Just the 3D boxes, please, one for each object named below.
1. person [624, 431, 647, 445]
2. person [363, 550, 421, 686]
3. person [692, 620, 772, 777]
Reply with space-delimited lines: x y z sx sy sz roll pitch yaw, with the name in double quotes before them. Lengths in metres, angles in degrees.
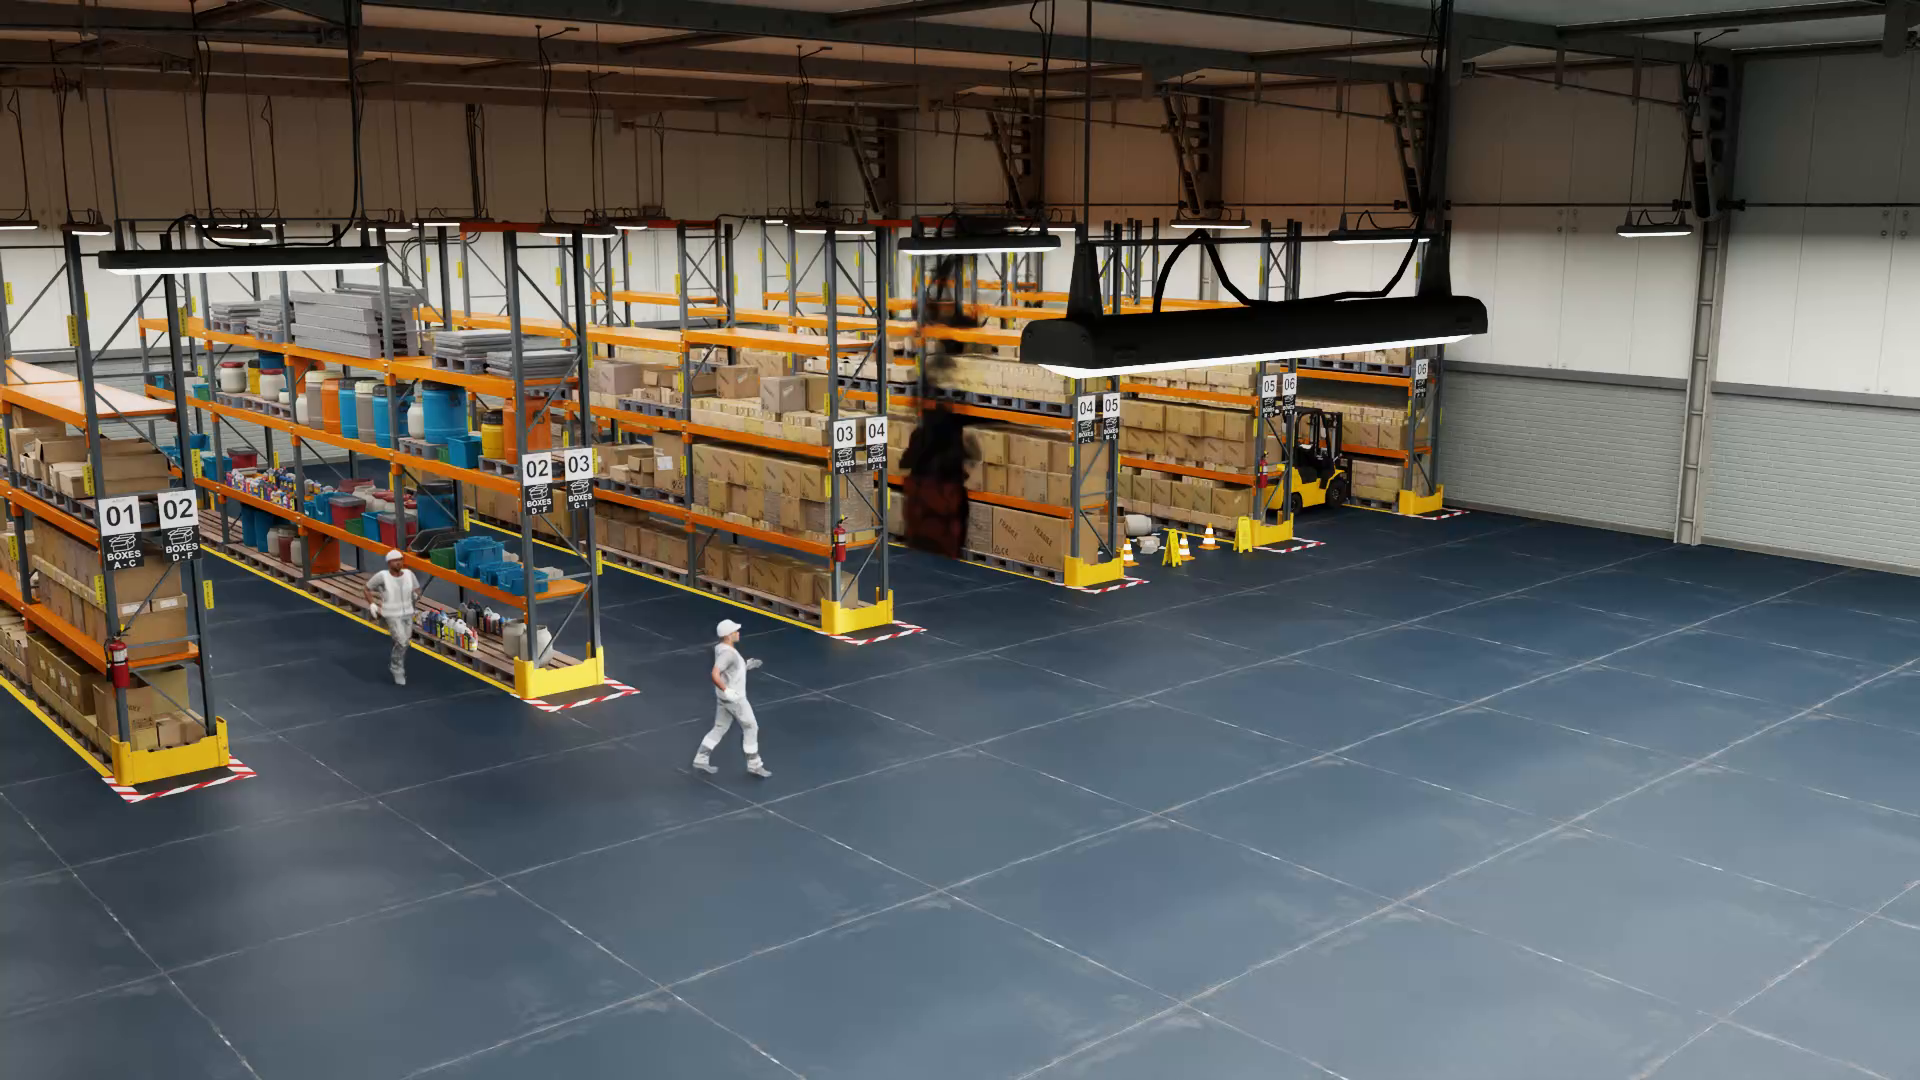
"person" -8.187 -2.809 41.752 0.815 1.606 0.526 -8 14 -35
"person" -7.513 1.034 22.259 0.744 1.824 0.656 9 15 38
"person" -2.549 1.777 18.458 0.872 1.829 0.652 -5 12 -23
